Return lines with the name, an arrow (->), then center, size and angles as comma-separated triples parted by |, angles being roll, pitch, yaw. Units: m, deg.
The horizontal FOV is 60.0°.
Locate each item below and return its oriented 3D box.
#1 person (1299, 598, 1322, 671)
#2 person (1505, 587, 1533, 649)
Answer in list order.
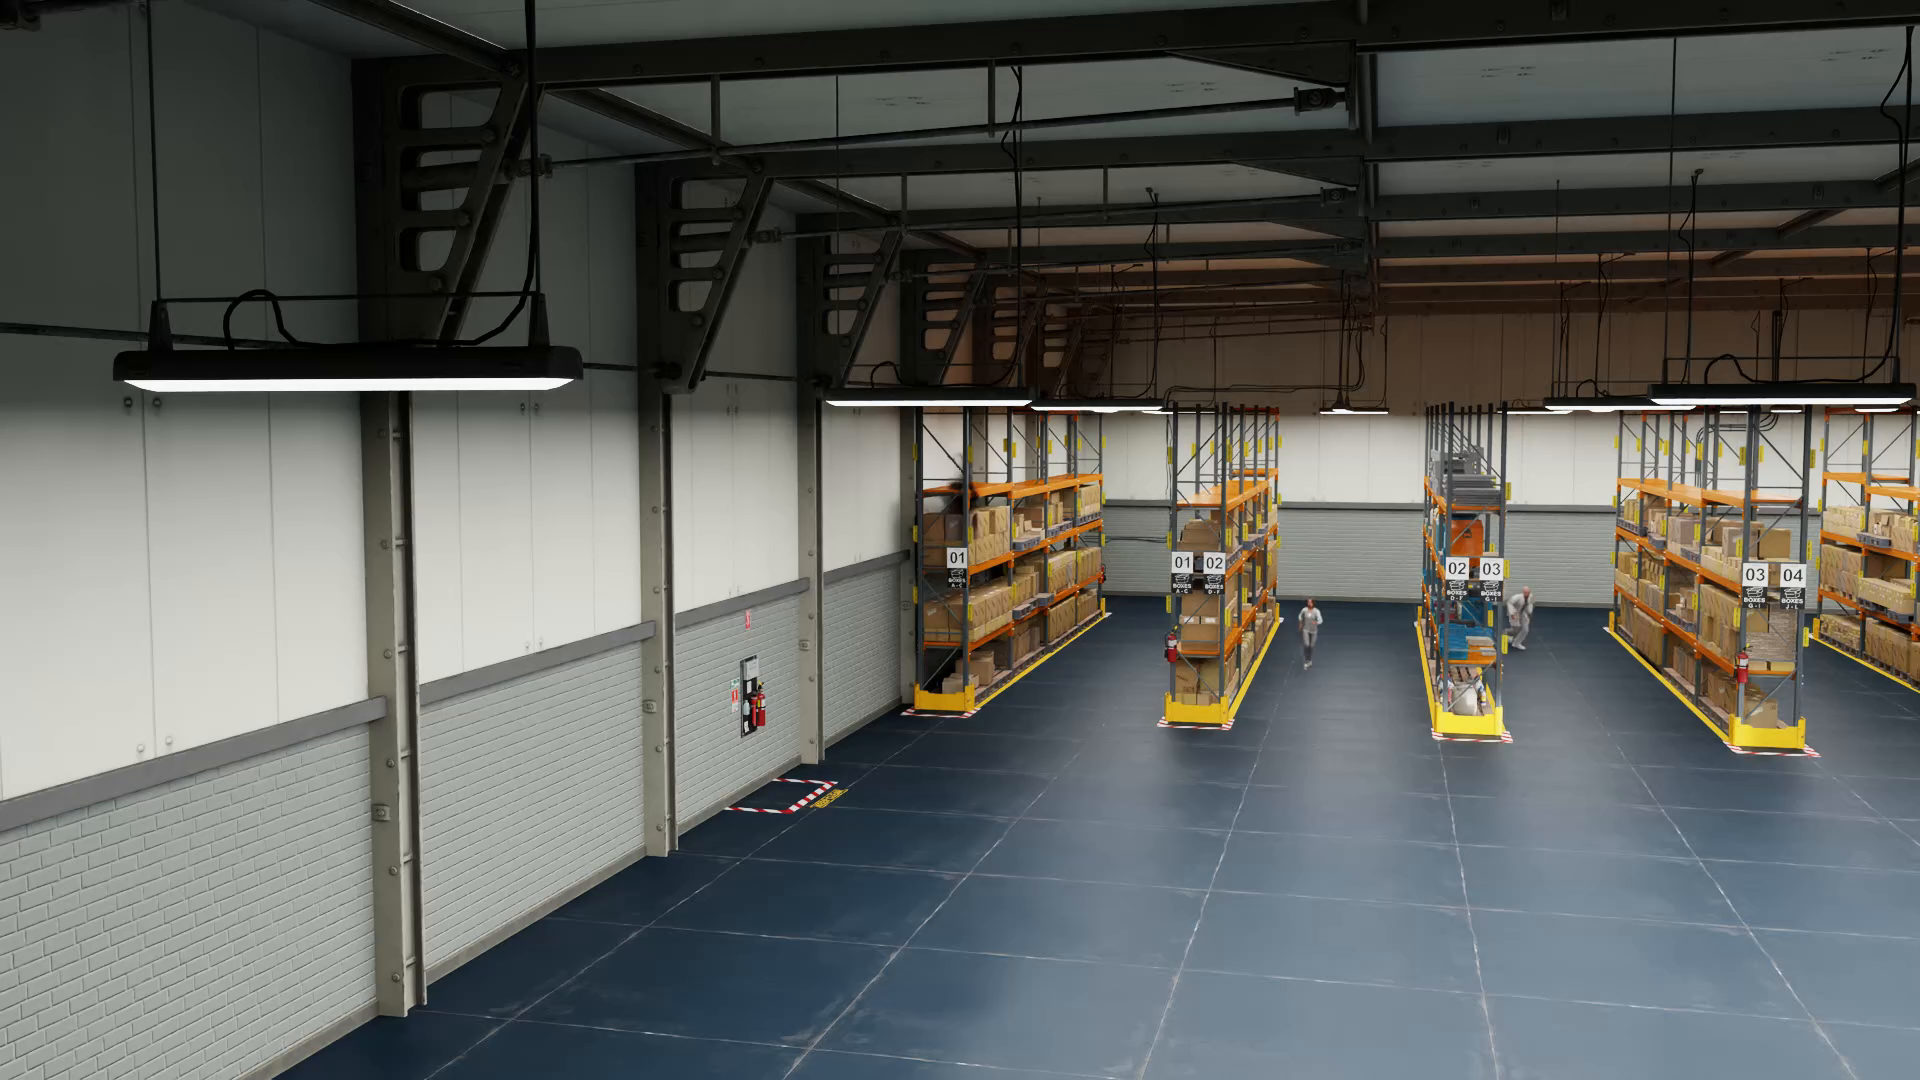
person -> 7.972, 2.129, 37.837 | 0.515, 1.642, 0.705 | 1, 4, 9
person -> 13.809, 1.904, 41.259 | 0.721, 1.579, 1.046 | -1, 4, -12
